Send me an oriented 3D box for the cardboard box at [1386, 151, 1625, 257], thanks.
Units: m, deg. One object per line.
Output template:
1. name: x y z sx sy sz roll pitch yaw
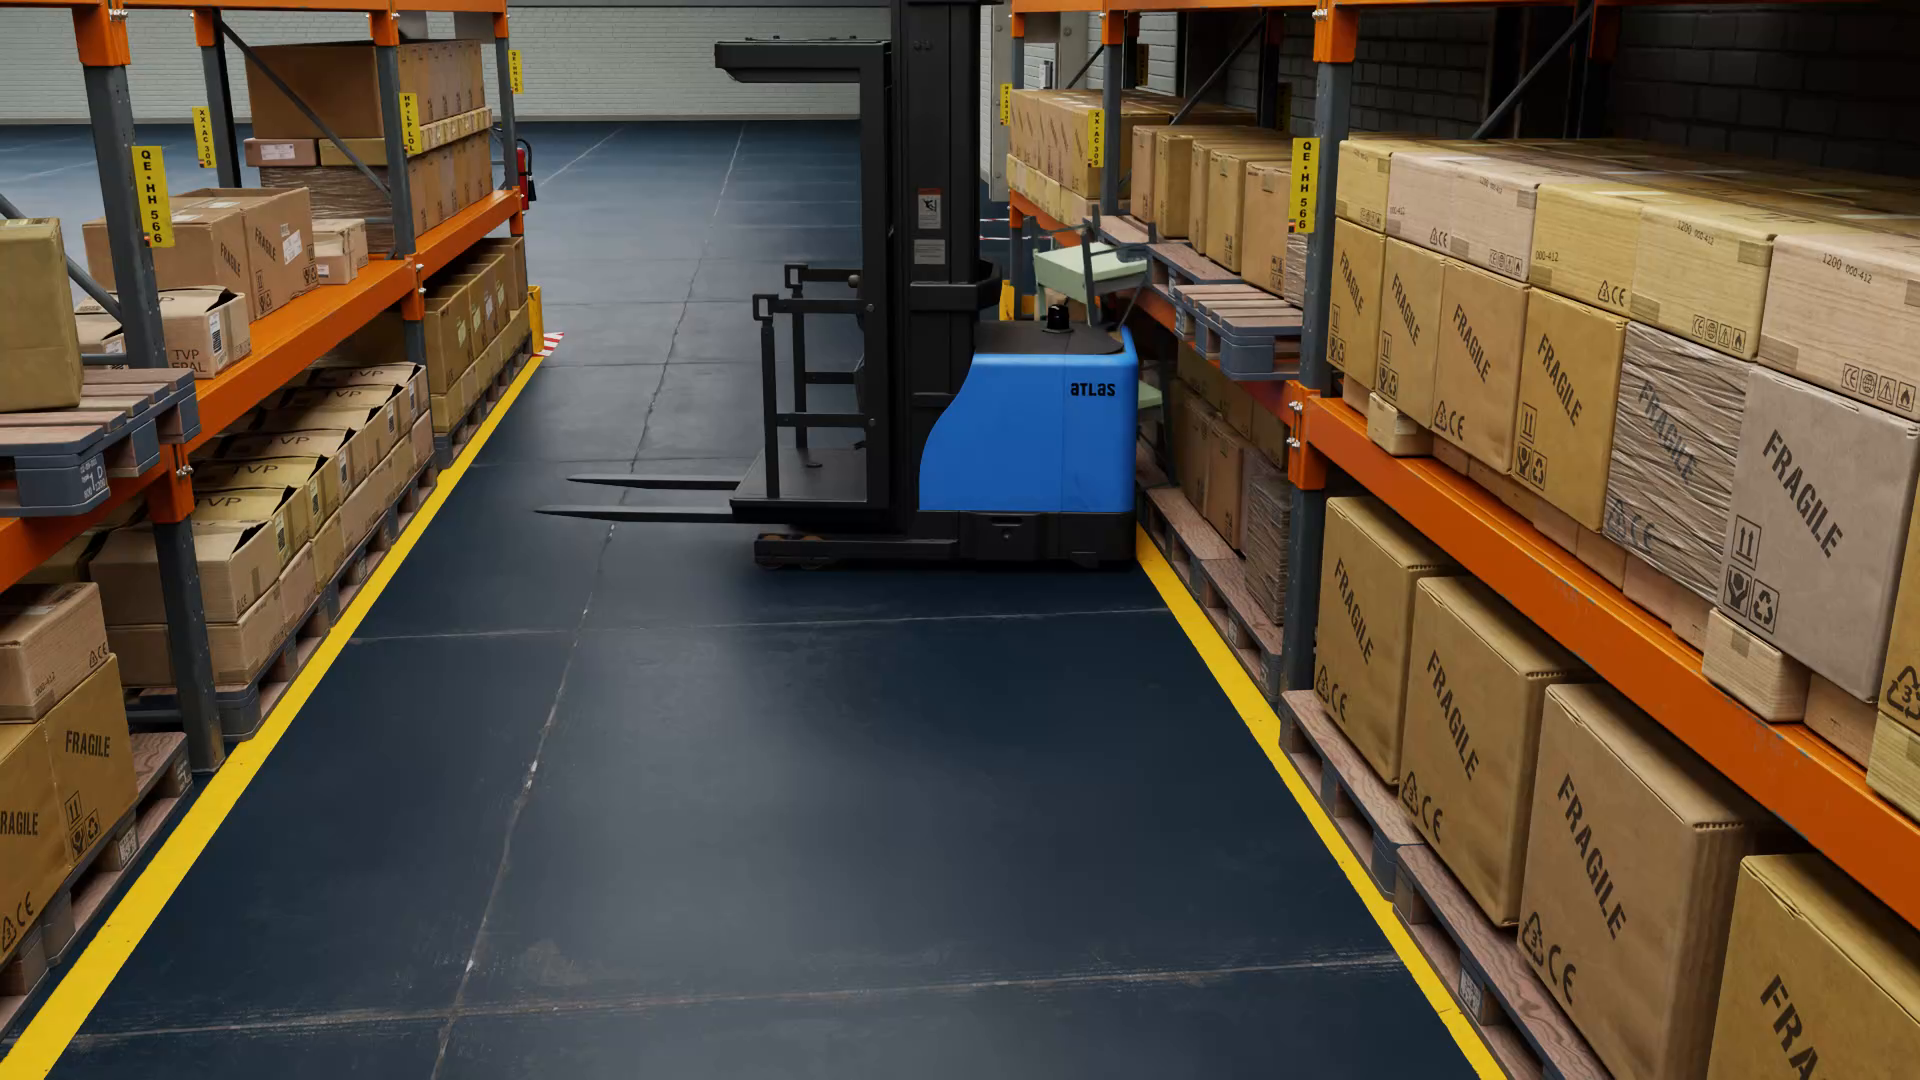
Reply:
1. cardboard box: 1.590 -0.996 4.894 0.500 0.250 0.500 -2 18 -6

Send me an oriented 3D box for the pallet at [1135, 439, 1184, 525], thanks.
1. pallet: 1.413 -0.372 9.510 1.003 0.211 1.213 -2 18 -6

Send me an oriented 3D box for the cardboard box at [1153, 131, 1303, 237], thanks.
1. cardboard box: 1.400 -1.873 8.733 0.700 0.500 0.500 0 17 0

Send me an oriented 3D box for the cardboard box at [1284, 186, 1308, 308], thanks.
1. cardboard box: 1.685 -1.140 6.399 0.700 0.500 0.500 -4 18 -12

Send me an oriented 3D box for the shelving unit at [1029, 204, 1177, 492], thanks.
1. shelving unit: 0.771 -0.979 8.938 0.431 1.500 0.755 -13 22 -15

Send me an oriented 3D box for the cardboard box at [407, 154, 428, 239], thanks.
1. cardboard box: -3.709 -2.117 10.246 0.700 0.500 0.500 -2 18 -6

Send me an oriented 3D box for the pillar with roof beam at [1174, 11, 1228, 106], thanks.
1. pillar with roof beam: -2.431 -5.674 11.726 9.100 9.000 0.400 -2 18 -6

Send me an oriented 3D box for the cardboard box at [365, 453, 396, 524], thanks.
1. cardboard box: -3.161 -0.251 8.358 0.500 0.250 0.500 -1 17 -4

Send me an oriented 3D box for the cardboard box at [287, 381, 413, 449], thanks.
1. cardboard box: -3.209 -0.670 8.756 0.500 0.311 0.500 -1 17 -4

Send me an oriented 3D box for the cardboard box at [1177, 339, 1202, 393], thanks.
1. cardboard box: 1.472 -0.960 8.913 0.500 0.250 0.500 -2 18 -7

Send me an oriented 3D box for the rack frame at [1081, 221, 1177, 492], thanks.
1. rack frame: 0.886 -0.868 8.609 0.400 1.500 0.023 -13 22 -15

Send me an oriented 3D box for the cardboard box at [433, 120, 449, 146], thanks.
1. cardboard box: -3.594 -2.685 10.972 0.380 0.149 0.250 -2 18 -6

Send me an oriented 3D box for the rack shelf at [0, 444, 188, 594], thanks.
1. rack shelf: -2.977 0.350 3.754 1.077 0.370 4.000 -2 18 -6

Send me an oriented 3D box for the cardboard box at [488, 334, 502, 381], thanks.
1. cardboard box: -3.493 -1.263 11.583 0.500 0.250 0.500 -2 18 -6

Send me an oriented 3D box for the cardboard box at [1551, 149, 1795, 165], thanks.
1. cardboard box: 2.098 -1.018 4.964 0.500 0.250 0.500 -2 18 -7

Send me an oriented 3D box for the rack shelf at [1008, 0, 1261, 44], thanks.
1. rack shelf: 1.125 -3.618 11.388 1.077 0.370 4.000 -2 18 -6

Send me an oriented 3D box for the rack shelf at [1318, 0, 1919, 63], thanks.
1. rack shelf: 1.950 -1.235 3.796 1.077 0.370 4.000 -2 18 -6

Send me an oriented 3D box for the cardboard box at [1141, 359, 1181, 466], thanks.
1. cardboard box: 1.423 -0.733 9.443 0.700 0.500 0.500 -1 17 -4

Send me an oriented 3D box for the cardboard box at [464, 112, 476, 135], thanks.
1. cardboard box: -3.701 -2.992 11.950 0.380 0.149 0.250 -2 17 -5

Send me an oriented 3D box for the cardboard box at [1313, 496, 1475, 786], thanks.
1. cardboard box: 1.689 0.306 5.583 0.750 0.750 0.750 -2 18 -6

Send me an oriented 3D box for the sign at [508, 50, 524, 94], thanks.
1. sign: -3.467 -3.650 12.967 0.100 0.325 0.005 -2 18 -6

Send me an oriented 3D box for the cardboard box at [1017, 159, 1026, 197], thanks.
1. cardboard box: 0.721 -2.755 12.661 0.500 0.250 0.500 -2 18 -7

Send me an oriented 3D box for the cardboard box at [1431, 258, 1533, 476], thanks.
1. cardboard box: 1.634 -0.485 4.518 0.500 0.500 0.500 -2 18 -6

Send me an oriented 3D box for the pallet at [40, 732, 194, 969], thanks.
1. pallet: -3.144 0.965 5.250 1.003 0.211 1.213 -2 18 -6

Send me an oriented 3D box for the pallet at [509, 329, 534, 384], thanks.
1. pallet: -3.888 -1.415 12.832 1.003 0.211 1.213 -2 18 -6

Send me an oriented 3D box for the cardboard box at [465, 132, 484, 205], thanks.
1. cardboard box: -3.914 -2.724 12.179 0.700 0.500 0.500 -1 17 -4

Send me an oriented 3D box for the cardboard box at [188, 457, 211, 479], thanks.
1. cardboard box: -3.592 -0.198 7.254 0.500 0.311 0.500 -2 18 -6

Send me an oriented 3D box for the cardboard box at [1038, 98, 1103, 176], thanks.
1. cardboard box: 0.822 -2.815 11.602 0.500 0.500 0.500 -1 17 -4

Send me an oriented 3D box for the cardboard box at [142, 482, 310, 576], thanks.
1. cardboard box: -3.008 -0.066 6.833 0.500 0.311 0.500 -2 18 -7

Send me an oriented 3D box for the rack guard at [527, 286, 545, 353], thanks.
1. rack guard: -4.011 -1.787 13.533 1.175 0.500 0.348 -2 18 -6

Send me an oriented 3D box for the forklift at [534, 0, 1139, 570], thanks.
1. forklift: -0.625 -1.408 8.269 3.031 2.935 1.130 1 17 3

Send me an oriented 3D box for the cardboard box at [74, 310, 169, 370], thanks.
1. cardboard box: -3.178 -0.656 5.907 0.500 0.311 0.500 -1 17 -2

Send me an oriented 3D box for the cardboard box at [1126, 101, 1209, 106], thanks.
1. cardboard box: 1.395 -2.680 11.170 0.500 0.500 0.500 -1 17 -4

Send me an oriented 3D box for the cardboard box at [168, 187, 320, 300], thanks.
1. cardboard box: -3.479 -1.442 8.095 0.500 0.500 0.500 -1 17 -2

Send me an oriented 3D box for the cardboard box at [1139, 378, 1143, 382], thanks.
1. cardboard box: 1.246 -0.951 10.694 0.380 0.166 0.250 -4 18 -13

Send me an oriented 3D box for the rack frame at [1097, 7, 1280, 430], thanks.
1. rack frame: 1.331 -1.935 9.831 1.000 3.000 0.127 -2 18 -6

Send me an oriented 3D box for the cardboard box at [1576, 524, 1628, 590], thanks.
1. cardboard box: 1.736 0.008 4.030 0.380 0.149 0.250 -1 17 -4

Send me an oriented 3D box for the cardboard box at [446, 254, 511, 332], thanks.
1. cardboard box: -3.540 -1.770 11.946 0.500 0.500 0.500 -2 18 -6

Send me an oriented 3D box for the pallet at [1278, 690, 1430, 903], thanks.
1. pallet: 1.750 0.825 5.697 1.003 0.211 1.213 -2 18 -6

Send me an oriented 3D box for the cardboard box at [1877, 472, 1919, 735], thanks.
1. cardboard box: 1.858 0.120 2.590 0.500 0.500 0.500 -2 18 -7

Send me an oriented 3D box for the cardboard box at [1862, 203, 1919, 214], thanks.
1. cardboard box: 2.250 -0.558 3.498 0.500 0.250 0.500 -2 18 -7

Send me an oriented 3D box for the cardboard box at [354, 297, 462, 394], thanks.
1. cardboard box: -3.332 -1.174 10.048 0.500 0.500 0.500 -2 18 -6

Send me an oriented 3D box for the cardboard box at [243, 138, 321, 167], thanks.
1. cardboard box: -3.837 -2.212 9.465 0.380 0.149 0.250 -2 18 -6

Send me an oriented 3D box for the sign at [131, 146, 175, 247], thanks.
1. sign: -2.645 -1.123 5.445 0.100 0.325 0.005 -2 18 -6

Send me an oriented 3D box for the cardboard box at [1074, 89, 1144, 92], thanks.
1. cardboard box: 1.178 -3.288 13.108 0.500 0.500 0.500 -2 18 -6

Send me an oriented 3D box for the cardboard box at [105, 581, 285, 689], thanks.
1. cardboard box: -2.945 0.358 6.419 0.500 0.250 0.500 -2 18 -6

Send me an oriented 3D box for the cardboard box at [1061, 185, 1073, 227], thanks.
1. cardboard box: 0.937 -2.153 10.744 0.500 0.250 0.500 -2 18 -5

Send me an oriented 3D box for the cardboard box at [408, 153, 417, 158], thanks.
1. cardboard box: -3.485 -2.375 9.985 0.380 0.149 0.250 -2 18 -7

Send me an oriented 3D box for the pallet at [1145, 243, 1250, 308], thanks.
1. pallet: 1.499 -1.240 7.938 1.003 0.211 1.213 -2 18 -6

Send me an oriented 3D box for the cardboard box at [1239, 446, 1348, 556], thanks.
1. cardboard box: 1.680 -0.130 7.522 0.700 0.500 0.500 -2 18 -6

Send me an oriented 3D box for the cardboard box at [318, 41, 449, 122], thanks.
1. cardboard box: -3.803 -3.028 10.980 0.700 0.500 0.500 -2 18 -6

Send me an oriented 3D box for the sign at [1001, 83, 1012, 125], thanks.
1. sign: 0.379 -3.522 13.444 0.100 0.325 0.005 -2 18 -6

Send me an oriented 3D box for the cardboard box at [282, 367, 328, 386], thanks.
1. cardboard box: -3.801 -0.806 9.188 0.500 0.311 0.500 -2 18 -5

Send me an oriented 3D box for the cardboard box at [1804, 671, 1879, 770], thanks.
1. cardboard box: 1.808 0.314 3.054 0.380 0.149 0.250 -1 17 -4

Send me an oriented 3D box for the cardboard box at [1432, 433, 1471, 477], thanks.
1. cardboard box: 1.656 -0.299 5.008 0.380 0.149 0.250 -2 18 -6
